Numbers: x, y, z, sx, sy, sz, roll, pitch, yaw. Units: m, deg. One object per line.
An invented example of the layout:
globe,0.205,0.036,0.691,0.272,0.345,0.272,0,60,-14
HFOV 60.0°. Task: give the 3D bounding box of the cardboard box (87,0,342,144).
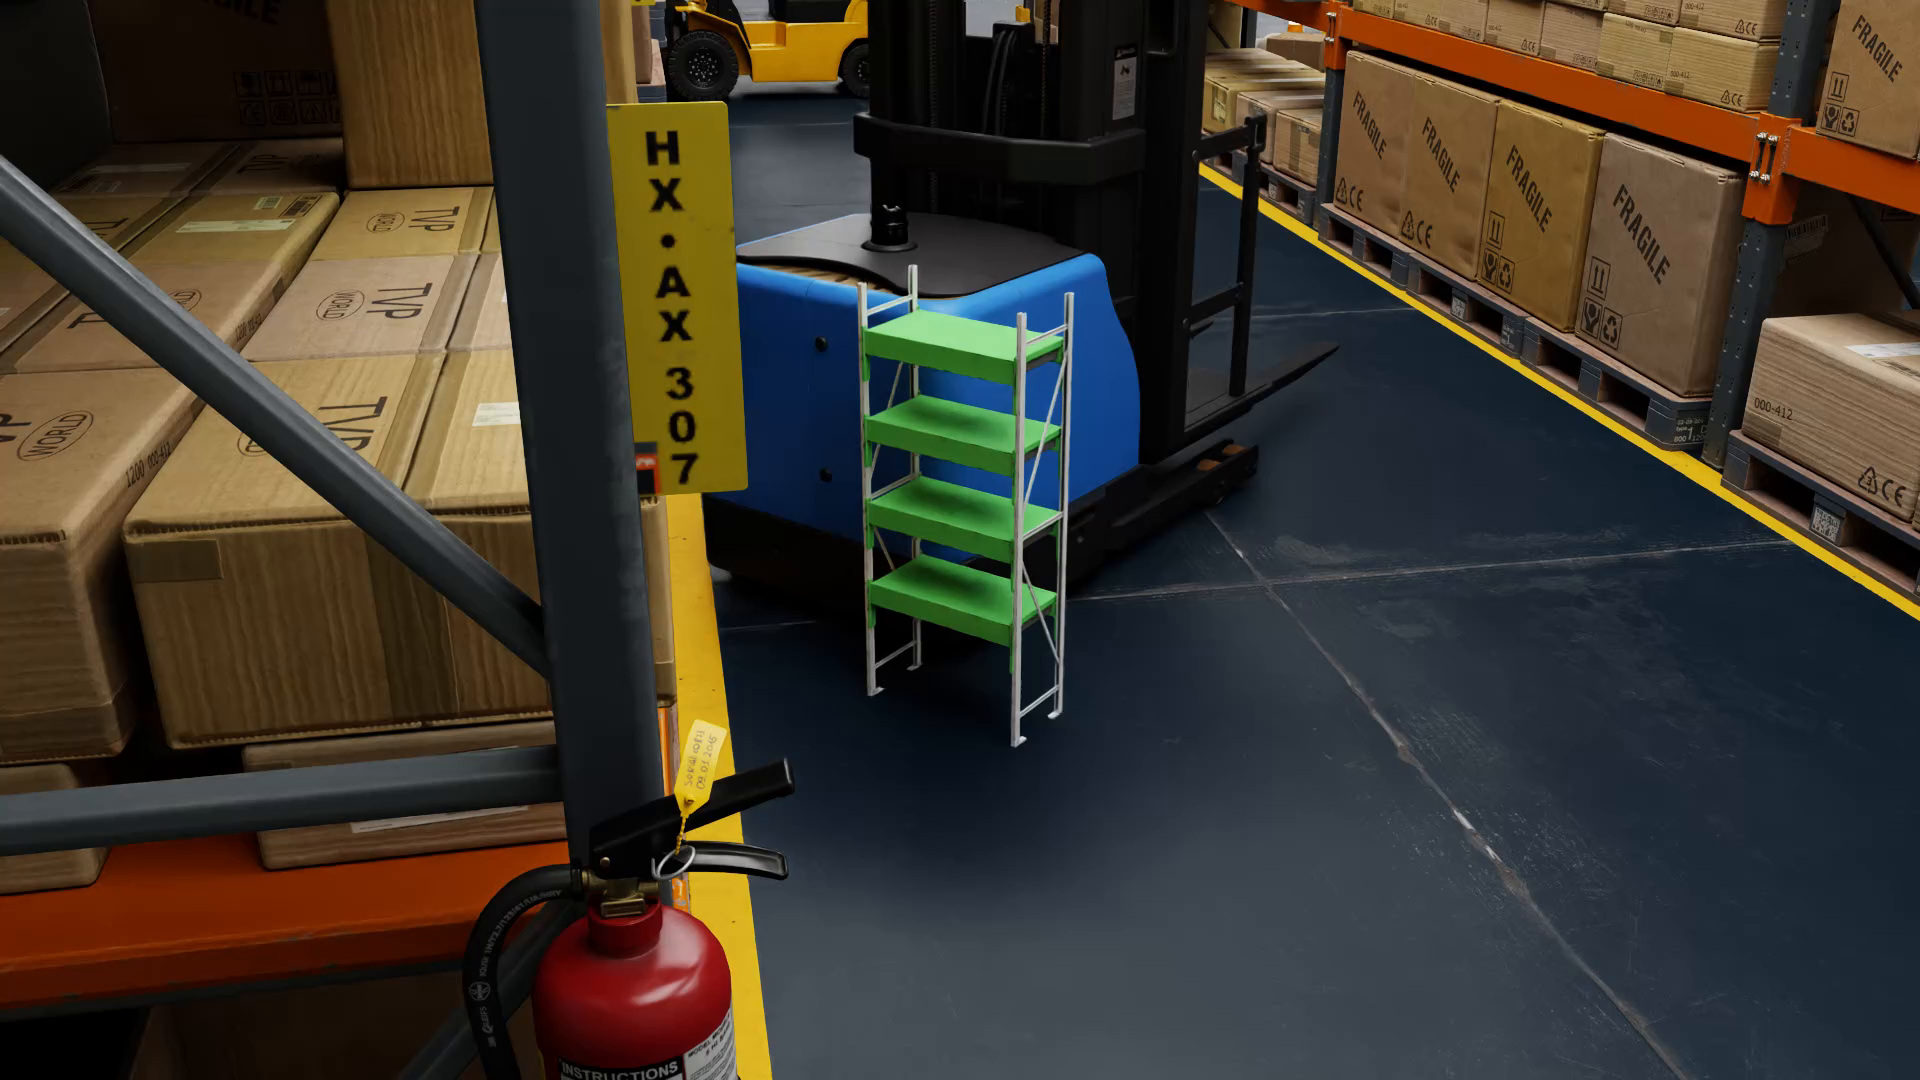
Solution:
cardboard box,-1.490,-1.132,3.472,0.500,0.500,0.500,-5,24,-11

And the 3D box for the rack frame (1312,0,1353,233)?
rack frame,2.634,-3.268,9.485,1.000,3.000,0.127,-4,24,-10

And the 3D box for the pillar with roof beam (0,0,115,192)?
pillar with roof beam,1.970,-4.053,3.787,9.100,9.000,0.400,-4,24,-10

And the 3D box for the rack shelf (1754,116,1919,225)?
rack shelf,3.743,-0.578,4.225,1.077,0.370,4.000,-4,24,-10

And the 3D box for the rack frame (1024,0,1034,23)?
rack frame,1.155,-6.415,16.690,1.000,3.000,0.127,-4,24,-10

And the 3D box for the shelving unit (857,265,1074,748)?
shelving unit,0.011,-0.088,4.452,0.503,1.200,0.258,16,28,32

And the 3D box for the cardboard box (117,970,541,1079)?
cardboard box,-0.784,0.951,2.418,0.797,0.503,0.637,-5,24,-12

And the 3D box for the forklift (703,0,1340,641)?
forklift,0.455,-1.574,5.693,1.130,2.935,3.031,17,29,33

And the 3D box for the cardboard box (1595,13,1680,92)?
cardboard box,2.950,-1.984,6.733,0.500,0.250,0.500,-5,24,-10

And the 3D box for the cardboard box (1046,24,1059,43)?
cardboard box,1.119,-4.808,15.922,0.500,0.250,0.500,-3,24,-8

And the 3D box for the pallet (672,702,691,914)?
pallet,-1.149,0.703,3.877,1.003,0.211,1.213,-4,24,-10

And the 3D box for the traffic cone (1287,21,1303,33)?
traffic cone,3.530,-5.394,17.523,0.336,0.463,0.334,-4,24,-10

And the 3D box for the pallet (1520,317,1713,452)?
pallet,3.157,-0.715,7.123,1.003,0.211,1.213,-4,24,-10

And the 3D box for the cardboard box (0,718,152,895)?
cardboard box,-1.089,0.252,1.739,0.380,0.149,0.250,-5,24,-10

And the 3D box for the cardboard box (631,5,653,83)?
cardboard box,-1.373,-1.771,5.408,0.700,0.500,0.500,-4,24,-8

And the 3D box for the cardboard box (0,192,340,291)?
cardboard box,-1.291,-0.379,2.687,0.500,0.250,0.500,-4,24,-8

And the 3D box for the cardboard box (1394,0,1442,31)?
cardboard box,2.589,-2.788,8.572,0.500,0.250,0.500,-5,24,-11

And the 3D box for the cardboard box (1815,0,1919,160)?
cardboard box,3.203,-1.537,5.396,0.500,0.500,0.500,-4,24,-8

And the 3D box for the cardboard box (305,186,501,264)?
cardboard box,-0.774,-0.416,2.770,0.500,0.250,0.500,-5,24,-11

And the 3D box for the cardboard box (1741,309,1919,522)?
cardboard box,3.384,-0.458,5.728,0.875,0.438,0.875,-5,24,-11

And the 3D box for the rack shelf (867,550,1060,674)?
rack shelf,0.011,0.191,4.574,0.480,0.148,0.258,16,28,32

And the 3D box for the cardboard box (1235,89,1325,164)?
cardboard box,2.395,-2.769,11.101,0.950,0.372,0.625,-5,24,-11

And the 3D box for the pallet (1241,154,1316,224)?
pallet,2.491,-2.298,10.747,1.003,0.211,1.213,-4,24,-10

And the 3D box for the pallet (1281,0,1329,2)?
pallet,2.397,-3.453,10.147,1.213,0.211,1.003,-4,24,-10

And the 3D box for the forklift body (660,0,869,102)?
forklift body,-1.579,-5.046,14.617,2.313,2.155,1.214,-4,24,-10

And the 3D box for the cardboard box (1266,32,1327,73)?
cardboard box,3.033,-4.219,14.783,0.500,0.500,0.500,13,27,27

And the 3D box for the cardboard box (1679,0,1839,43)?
cardboard box,3.053,-2.011,6.168,0.500,0.250,0.500,-4,24,-10

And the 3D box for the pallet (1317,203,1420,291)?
pallet,2.706,-1.675,9.320,1.003,0.211,1.213,-4,24,-10

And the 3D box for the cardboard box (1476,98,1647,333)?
cardboard box,3.006,-1.506,7.581,0.875,0.875,0.875,-4,24,-8

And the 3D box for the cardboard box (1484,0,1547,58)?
cardboard box,2.775,-2.387,7.655,0.500,0.250,0.500,-4,24,-10

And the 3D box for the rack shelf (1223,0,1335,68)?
rack shelf,2.264,-3.725,11.430,1.077,0.370,4.000,-4,24,-10

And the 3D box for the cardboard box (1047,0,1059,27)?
cardboard box,1.138,-5.138,15.741,0.500,0.500,0.500,-5,24,-12

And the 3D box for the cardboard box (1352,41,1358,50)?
cardboard box,3.967,-4.767,16.037,0.637,0.503,0.797,18,29,36

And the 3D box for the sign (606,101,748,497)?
sign,-0.231,-0.189,1.354,0.100,0.325,0.005,-4,24,-10

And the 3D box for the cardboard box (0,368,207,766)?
cardboard box,-1.110,0.019,1.775,0.500,0.250,0.500,-4,24,-8

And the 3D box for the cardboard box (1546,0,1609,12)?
cardboard box,2.852,-2.410,7.083,0.500,0.250,0.500,-4,24,-8

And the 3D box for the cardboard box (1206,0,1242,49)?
cardboard box,2.051,-4.370,13.981,0.500,0.500,0.500,-3,24,-7

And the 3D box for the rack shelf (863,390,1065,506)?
rack shelf,0.011,-0.249,4.382,0.480,0.148,0.258,16,28,32

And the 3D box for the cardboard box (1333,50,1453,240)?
cardboard box,2.680,-2.209,9.190,0.875,0.875,0.875,-5,24,-10

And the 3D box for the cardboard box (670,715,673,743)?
cardboard box,-0.903,0.398,3.688,0.500,0.500,0.500,-4,24,-9

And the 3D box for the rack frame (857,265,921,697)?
rack frame,-0.189,-0.144,4.580,0.015,1.200,0.240,16,28,32

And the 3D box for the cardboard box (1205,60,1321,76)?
cardboard box,2.130,-3.341,12.410,0.950,0.372,0.625,-3,24,-6

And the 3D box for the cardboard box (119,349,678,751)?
cardboard box,-0.583,-0.019,1.860,0.500,0.250,0.500,-4,24,-9

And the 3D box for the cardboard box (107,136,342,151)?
cardboard box,-1.485,-0.779,3.601,0.500,0.250,0.500,-4,24,-9
